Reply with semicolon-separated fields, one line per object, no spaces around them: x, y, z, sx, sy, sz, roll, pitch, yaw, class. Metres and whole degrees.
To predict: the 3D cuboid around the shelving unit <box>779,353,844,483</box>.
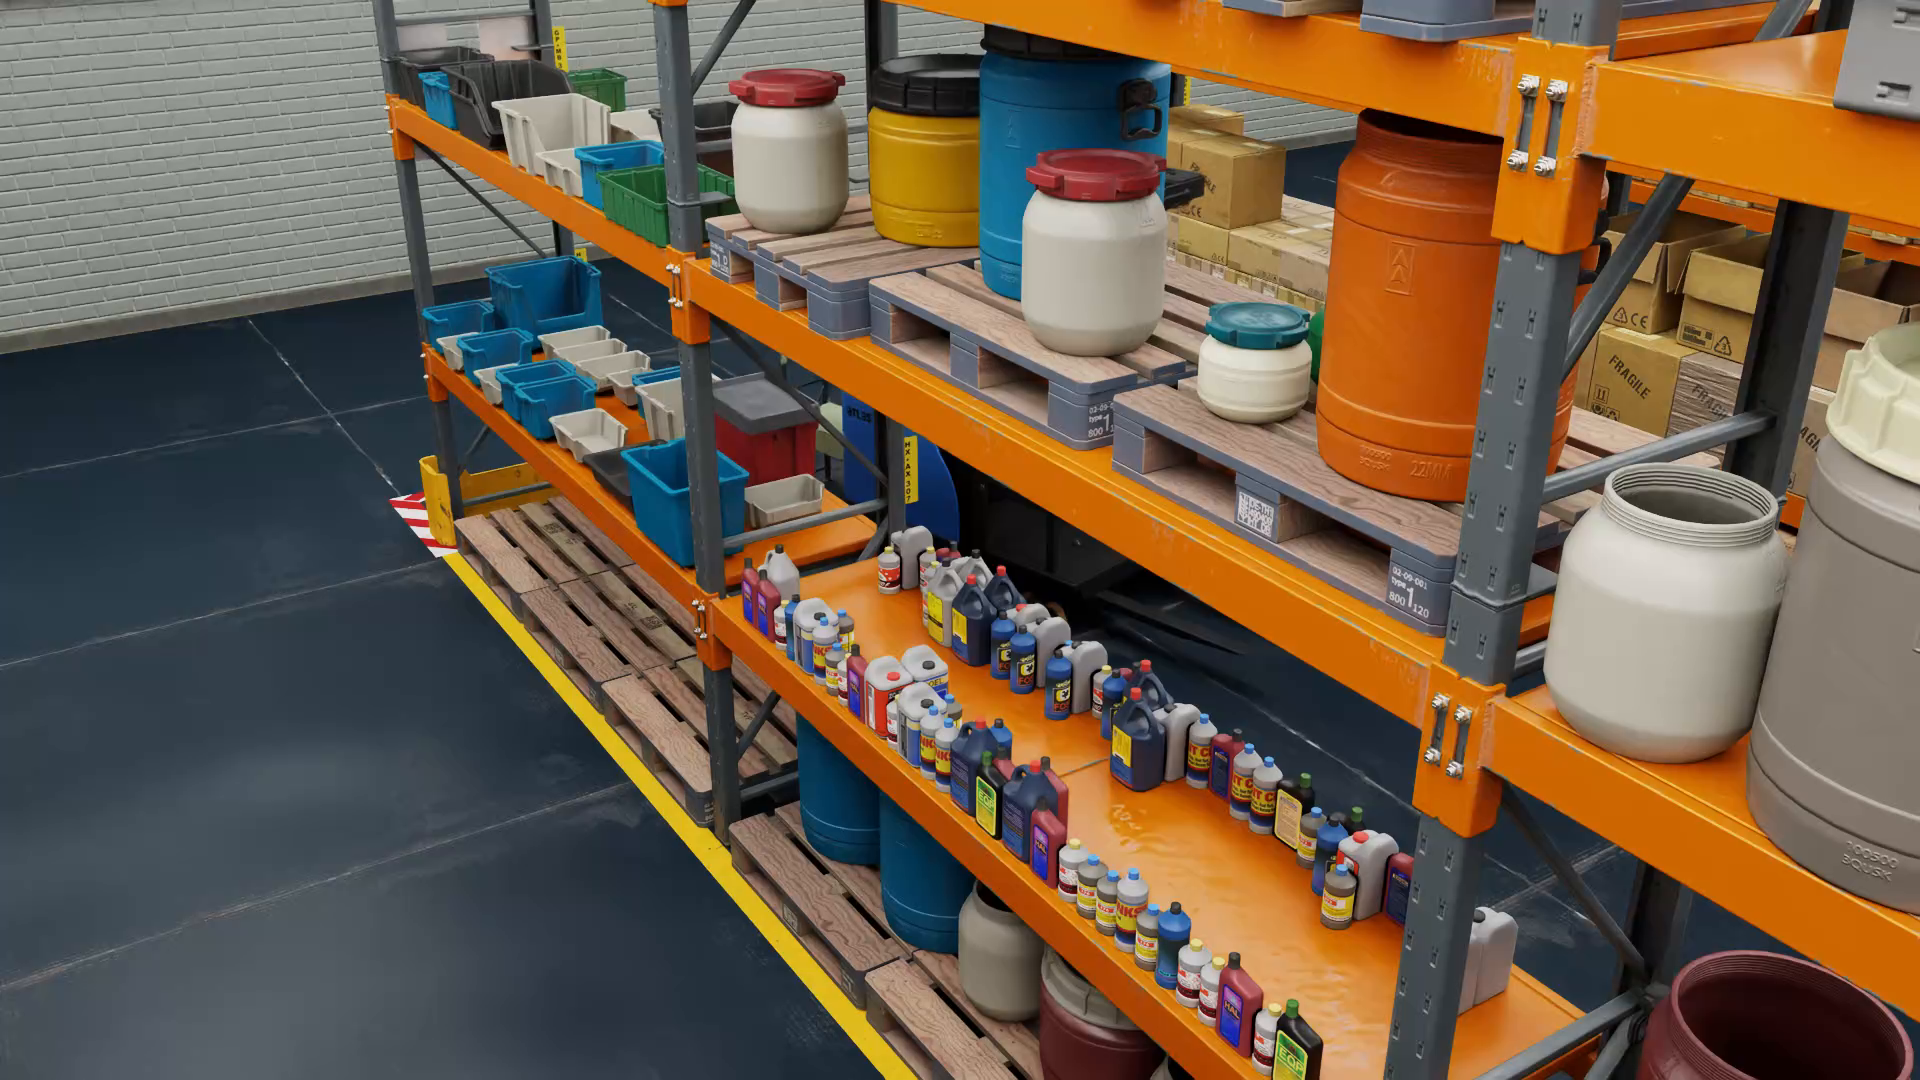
-0.778;-0.933;10.969;0.755;1.500;0.431;22;33;38;shelving unit

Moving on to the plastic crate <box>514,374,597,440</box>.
-2.141;-0.703;8.851;0.416;0.233;0.300;-16;29;-30;plastic crate

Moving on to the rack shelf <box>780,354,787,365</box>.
-0.778;-1.286;10.803;0.720;0.370;0.431;22;33;38;rack shelf

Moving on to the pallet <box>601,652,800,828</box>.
-1.133;0.943;8.505;1.003;0.211;1.213;-16;29;-30;pallet

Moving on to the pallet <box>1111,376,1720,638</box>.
1.149;-0.201;4.369;1.003;0.211;1.213;-16;29;-30;pallet

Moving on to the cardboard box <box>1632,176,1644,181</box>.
5.913;-3.212;14.335;0.380;0.149;0.250;-14;29;-27;cardboard box

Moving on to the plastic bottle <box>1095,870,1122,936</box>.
0.467;1.109;5.120;0.097;0.201;0.097;0;25;0;plastic bottle

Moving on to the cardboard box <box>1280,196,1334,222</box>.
2.309;-2.241;11.810;0.500;0.250;0.500;-17;30;-31;cardboard box

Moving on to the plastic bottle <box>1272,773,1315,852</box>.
1.106;0.883;5.503;0.061;0.283;0.133;-16;29;-30;plastic bottle

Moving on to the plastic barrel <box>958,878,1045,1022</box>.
0.204;1.546;6.385;0.421;0.512;0.421;0;25;0;plastic barrel

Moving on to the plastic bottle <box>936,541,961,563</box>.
-0.048;0.126;7.105;0.061;0.283;0.133;-16;29;-30;plastic bottle

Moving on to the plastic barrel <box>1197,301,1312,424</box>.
0.777;-0.467;4.381;0.301;0.262;0.301;0;25;0;plastic barrel

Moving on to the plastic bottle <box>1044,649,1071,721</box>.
0.368;0.538;6.248;0.097;0.271;0.097;0;25;0;plastic bottle

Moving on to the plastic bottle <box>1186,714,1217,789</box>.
0.849;0.734;5.833;0.097;0.271;0.097;0;25;0;plastic bottle

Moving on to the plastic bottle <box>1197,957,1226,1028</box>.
0.733;1.283;4.751;0.097;0.201;0.097;0;25;0;plastic bottle

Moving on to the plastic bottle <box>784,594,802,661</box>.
-0.652;0.344;6.658;0.097;0.271;0.097;0;25;0;plastic bottle

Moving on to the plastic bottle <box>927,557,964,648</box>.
-0.043;0.244;6.777;0.144;0.351;0.185;-16;29;-30;plastic bottle

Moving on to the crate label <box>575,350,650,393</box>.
-1.967;-0.952;9.492;0.396;0.136;0.243;-16;29;-30;crate label

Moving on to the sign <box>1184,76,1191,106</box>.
1.730;-3.401;12.808;0.100;0.325;0.005;-16;29;-30;sign

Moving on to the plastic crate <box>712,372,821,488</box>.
-0.976;-0.498;8.146;0.402;0.464;0.583;-16;29;-30;plastic crate

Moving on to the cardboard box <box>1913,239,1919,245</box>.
7.310;-2.272;12.344;0.380;0.149;0.250;-16;30;-30;cardboard box

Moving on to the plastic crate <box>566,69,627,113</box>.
-2.105;-2.469;9.201;0.450;0.188;0.336;-16;29;-30;plastic crate

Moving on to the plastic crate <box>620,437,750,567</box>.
-1.239;-0.172;7.548;0.392;0.384;0.575;-16;29;-30;plastic crate

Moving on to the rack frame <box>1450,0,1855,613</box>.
1.485;-1.346;3.061;1.000;3.000;0.127;-16;29;-30;rack frame

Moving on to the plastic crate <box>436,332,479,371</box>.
-2.918;-1.104;9.813;0.250;0.136;0.298;-16;29;-30;plastic crate

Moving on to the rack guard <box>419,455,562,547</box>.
-2.906;-0.370;10.948;1.175;0.500;0.348;-16;29;-30;rack guard

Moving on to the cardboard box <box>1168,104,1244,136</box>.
1.754;-2.942;12.417;0.500;0.500;0.500;-15;29;-29;cardboard box

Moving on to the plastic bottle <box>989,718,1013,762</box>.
0.134;0.746;5.806;0.097;0.271;0.097;0;25;0;plastic bottle

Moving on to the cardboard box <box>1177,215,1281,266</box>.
1.864;-2.116;11.546;0.500;0.250;0.500;-17;30;-31;cardboard box

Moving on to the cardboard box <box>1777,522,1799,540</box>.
4.306;0.096;9.030;1.225;0.875;0.875;-17;30;-31;cardboard box

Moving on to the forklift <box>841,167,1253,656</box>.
0.667;-1.050;9.542;3.031;2.935;1.130;22;33;38;forklift

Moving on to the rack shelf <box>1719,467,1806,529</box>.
4.543;-0.178;8.456;1.077;0.370;4.000;-16;29;-30;rack shelf

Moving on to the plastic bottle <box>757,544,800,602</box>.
-0.756;0.174;6.925;0.144;0.351;0.185;-16;29;-30;plastic bottle

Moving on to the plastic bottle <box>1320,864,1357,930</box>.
1.173;1.097;5.146;0.097;0.201;0.097;0;25;0;plastic bottle

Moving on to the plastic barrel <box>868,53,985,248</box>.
-0.030;-1.416;6.011;0.600;0.588;0.600;0;25;0;plastic barrel

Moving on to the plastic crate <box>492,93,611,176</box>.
-1.931;-1.933;7.956;0.437;0.282;0.530;-16;29;-30;plastic crate

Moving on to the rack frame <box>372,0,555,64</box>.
-2.882;-4.208;9.122;1.000;3.000;0.127;-16;29;-30;rack frame

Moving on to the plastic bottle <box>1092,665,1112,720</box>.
0.548;0.569;6.265;0.097;0.201;0.097;0;25;0;plastic bottle

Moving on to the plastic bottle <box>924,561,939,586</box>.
-0.105;0.188;7.070;0.097;0.201;0.097;0;25;0;plastic bottle

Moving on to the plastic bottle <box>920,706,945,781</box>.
-0.093;0.710;5.882;0.097;0.271;0.097;0;25;0;plastic bottle

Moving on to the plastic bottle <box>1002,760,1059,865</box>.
0.231;0.868;5.455;0.144;0.351;0.185;-16;29;-30;plastic bottle

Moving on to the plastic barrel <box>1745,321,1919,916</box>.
1.751;0.128;2.865;0.600;0.901;0.600;0;25;0;plastic barrel

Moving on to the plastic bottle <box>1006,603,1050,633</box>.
0.262;0.369;6.601;0.152;0.276;0.135;-16;29;-30;plastic bottle

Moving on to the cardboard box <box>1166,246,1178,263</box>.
1.610;-2.056;11.885;0.380;0.149;0.250;-16;30;-30;cardboard box

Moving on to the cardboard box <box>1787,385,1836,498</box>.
4.327;-0.499;8.175;0.500;0.500;0.500;-15;29;-29;cardboard box

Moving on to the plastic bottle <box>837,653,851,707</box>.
-0.419;0.528;6.350;0.097;0.201;0.097;0;25;0;plastic bottle

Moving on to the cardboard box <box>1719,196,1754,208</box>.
6.396;-2.815;13.493;0.380;0.149;0.250;-15;29;-29;cardboard box

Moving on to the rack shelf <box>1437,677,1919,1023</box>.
2.577;1.051;2.339;1.077;0.370;4.000;-16;29;-30;rack shelf

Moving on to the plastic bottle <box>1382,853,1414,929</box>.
1.378;1.061;5.125;0.061;0.283;0.133;-16;29;-30;plastic bottle

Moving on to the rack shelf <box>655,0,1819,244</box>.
0.393;-1.556;4.815;1.077;0.370;4.000;-16;29;-30;rack shelf

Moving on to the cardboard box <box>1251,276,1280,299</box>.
2.170;-1.688;11.107;0.380;0.149;0.250;-15;29;-29;cardboard box
